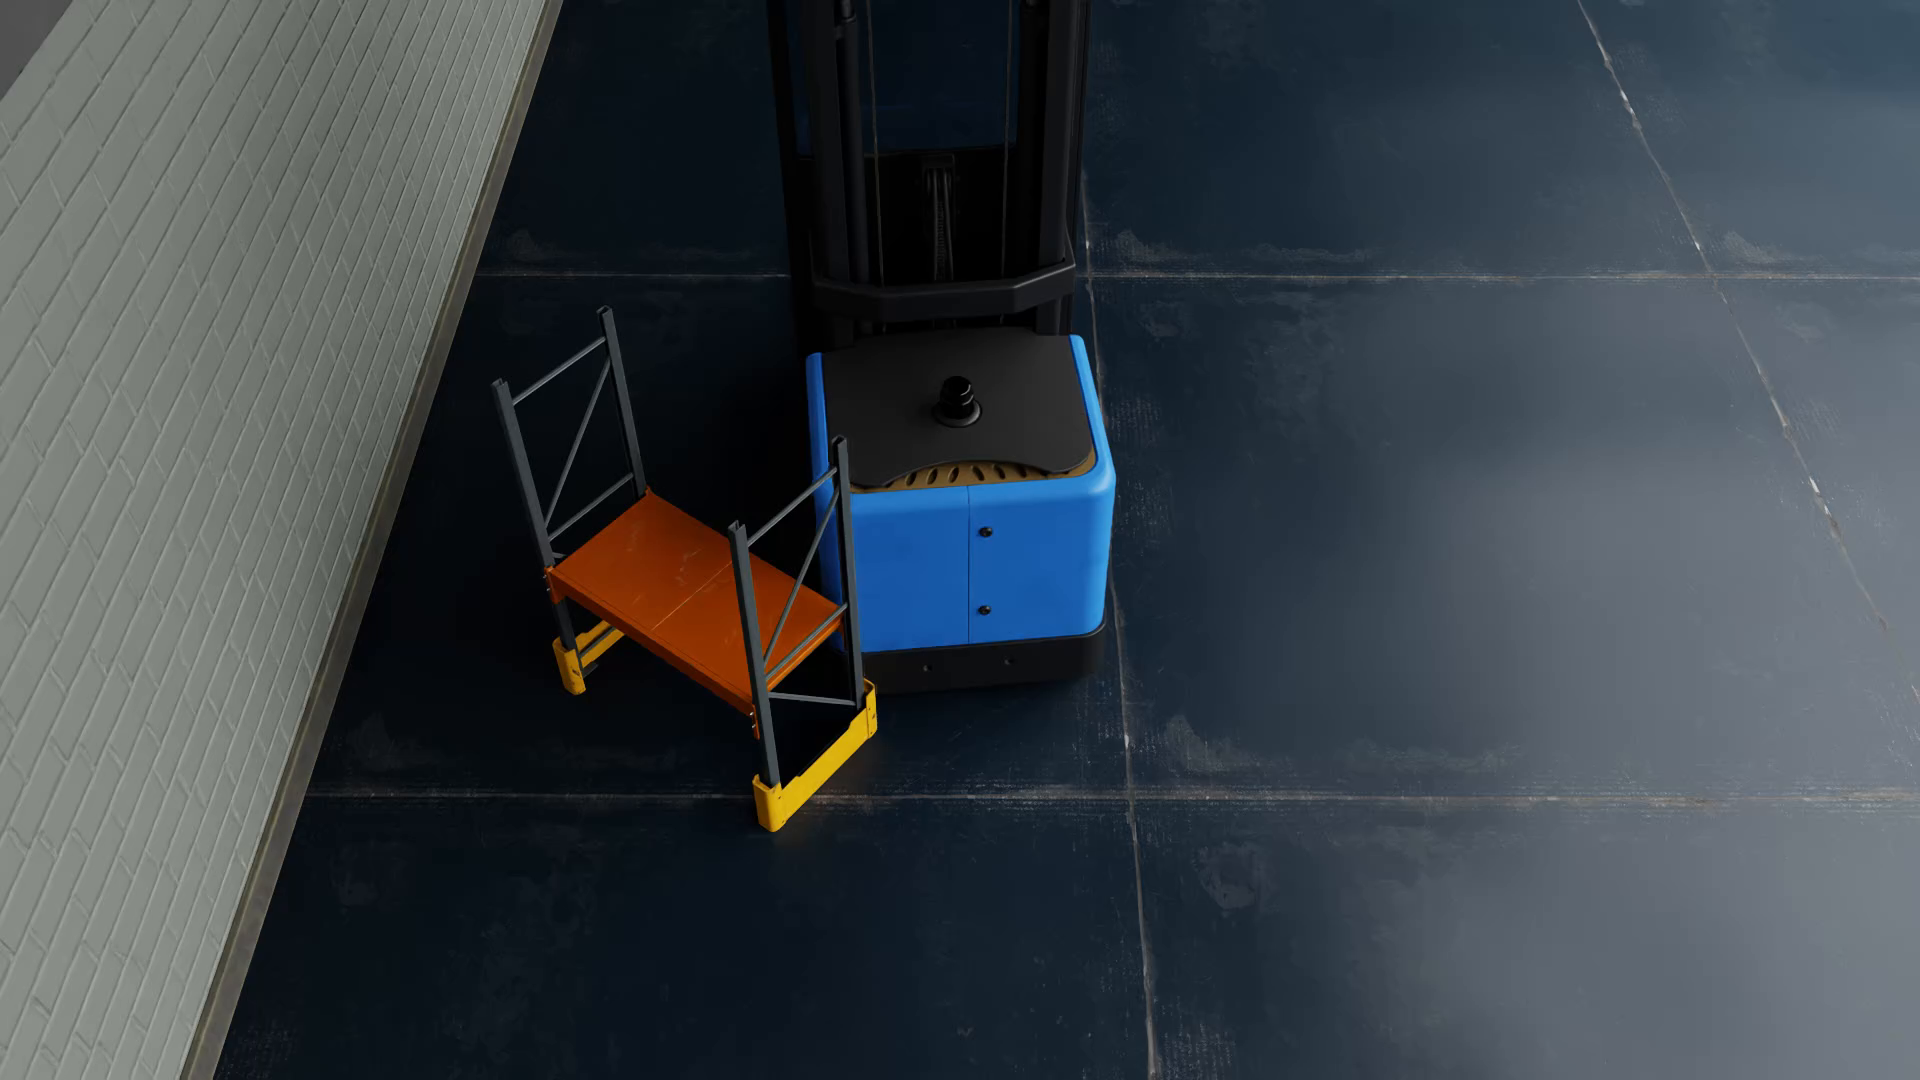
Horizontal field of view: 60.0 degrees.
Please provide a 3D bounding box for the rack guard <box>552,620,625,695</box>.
[{"bbox_3d":[-1.300,0.318,6.364,0.087,0.250,0.587,29,54,25],"label":"rack guard"}]

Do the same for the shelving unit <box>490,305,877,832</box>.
[{"bbox_3d":[-0.905,0.115,5.699,1.083,1.500,0.587,29,54,25],"label":"shelving unit"}]

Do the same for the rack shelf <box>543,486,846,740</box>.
[{"bbox_3d":[-0.913,0.234,5.834,1.000,0.185,0.538,29,54,25],"label":"rack shelf"}]

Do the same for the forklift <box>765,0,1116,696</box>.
[{"bbox_3d":[-0.129,-1.501,6.225,1.130,2.935,3.031,-4,47,-4],"label":"forklift"}]

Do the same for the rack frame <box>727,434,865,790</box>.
[{"bbox_3d":[-0.510,0.338,5.491,0.032,1.500,0.500,29,54,25],"label":"rack frame"}]

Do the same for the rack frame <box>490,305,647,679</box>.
[{"bbox_3d":[-1.315,-0.116,5.914,0.032,1.500,0.500,29,54,25],"label":"rack frame"}]

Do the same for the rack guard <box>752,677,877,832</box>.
[{"bbox_3d":[-0.511,0.764,5.949,0.087,0.250,0.587,29,54,25],"label":"rack guard"}]
